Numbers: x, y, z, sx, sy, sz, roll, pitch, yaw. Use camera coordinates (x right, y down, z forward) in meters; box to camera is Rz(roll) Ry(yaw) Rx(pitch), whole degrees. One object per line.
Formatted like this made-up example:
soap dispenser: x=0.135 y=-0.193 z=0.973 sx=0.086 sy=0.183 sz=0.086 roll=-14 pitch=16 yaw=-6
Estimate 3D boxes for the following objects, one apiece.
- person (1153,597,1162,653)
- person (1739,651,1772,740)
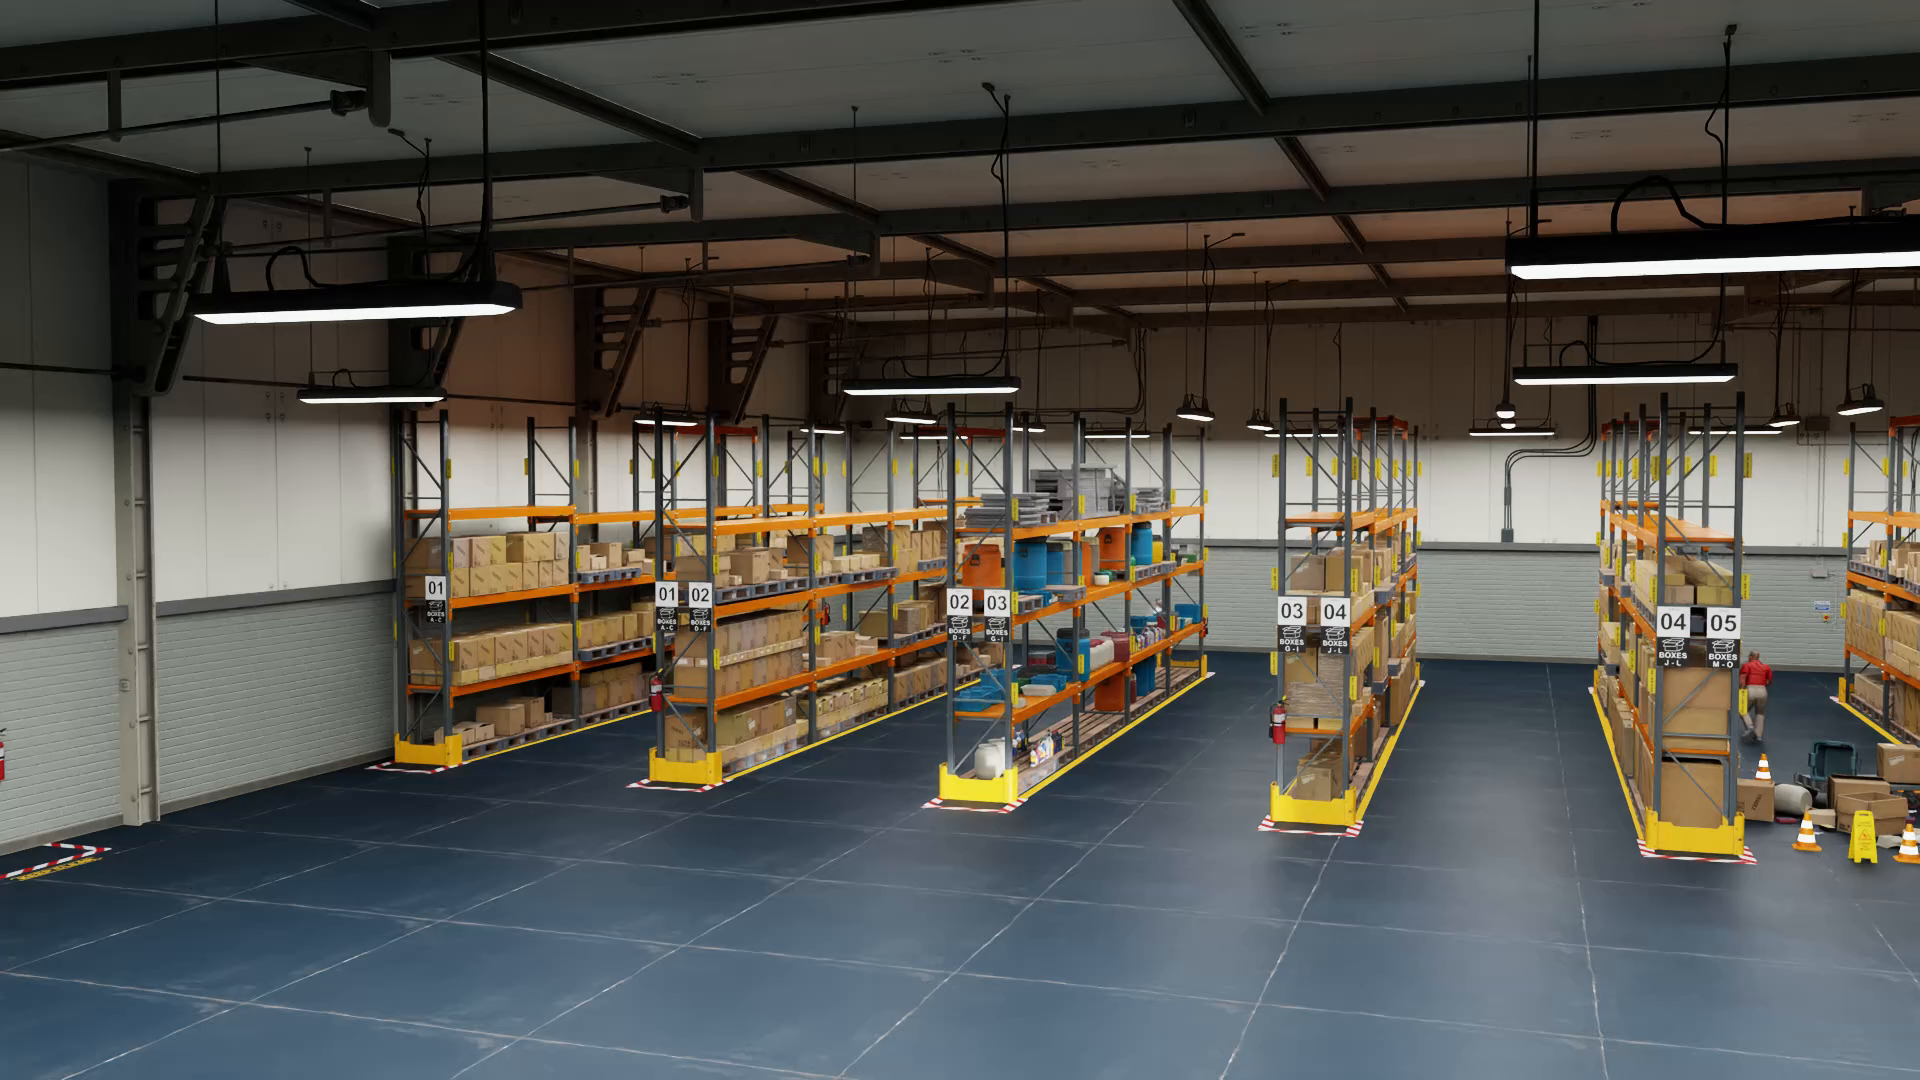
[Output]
person: x=5.253 y=2.306 z=43.475 sx=0.477 sy=1.657 sz=0.726 roll=-1 pitch=3 yaw=-14
person: x=14.754 y=2.875 z=30.864 sx=0.604 sy=1.616 sz=0.774 roll=1 pitch=3 yaw=19
